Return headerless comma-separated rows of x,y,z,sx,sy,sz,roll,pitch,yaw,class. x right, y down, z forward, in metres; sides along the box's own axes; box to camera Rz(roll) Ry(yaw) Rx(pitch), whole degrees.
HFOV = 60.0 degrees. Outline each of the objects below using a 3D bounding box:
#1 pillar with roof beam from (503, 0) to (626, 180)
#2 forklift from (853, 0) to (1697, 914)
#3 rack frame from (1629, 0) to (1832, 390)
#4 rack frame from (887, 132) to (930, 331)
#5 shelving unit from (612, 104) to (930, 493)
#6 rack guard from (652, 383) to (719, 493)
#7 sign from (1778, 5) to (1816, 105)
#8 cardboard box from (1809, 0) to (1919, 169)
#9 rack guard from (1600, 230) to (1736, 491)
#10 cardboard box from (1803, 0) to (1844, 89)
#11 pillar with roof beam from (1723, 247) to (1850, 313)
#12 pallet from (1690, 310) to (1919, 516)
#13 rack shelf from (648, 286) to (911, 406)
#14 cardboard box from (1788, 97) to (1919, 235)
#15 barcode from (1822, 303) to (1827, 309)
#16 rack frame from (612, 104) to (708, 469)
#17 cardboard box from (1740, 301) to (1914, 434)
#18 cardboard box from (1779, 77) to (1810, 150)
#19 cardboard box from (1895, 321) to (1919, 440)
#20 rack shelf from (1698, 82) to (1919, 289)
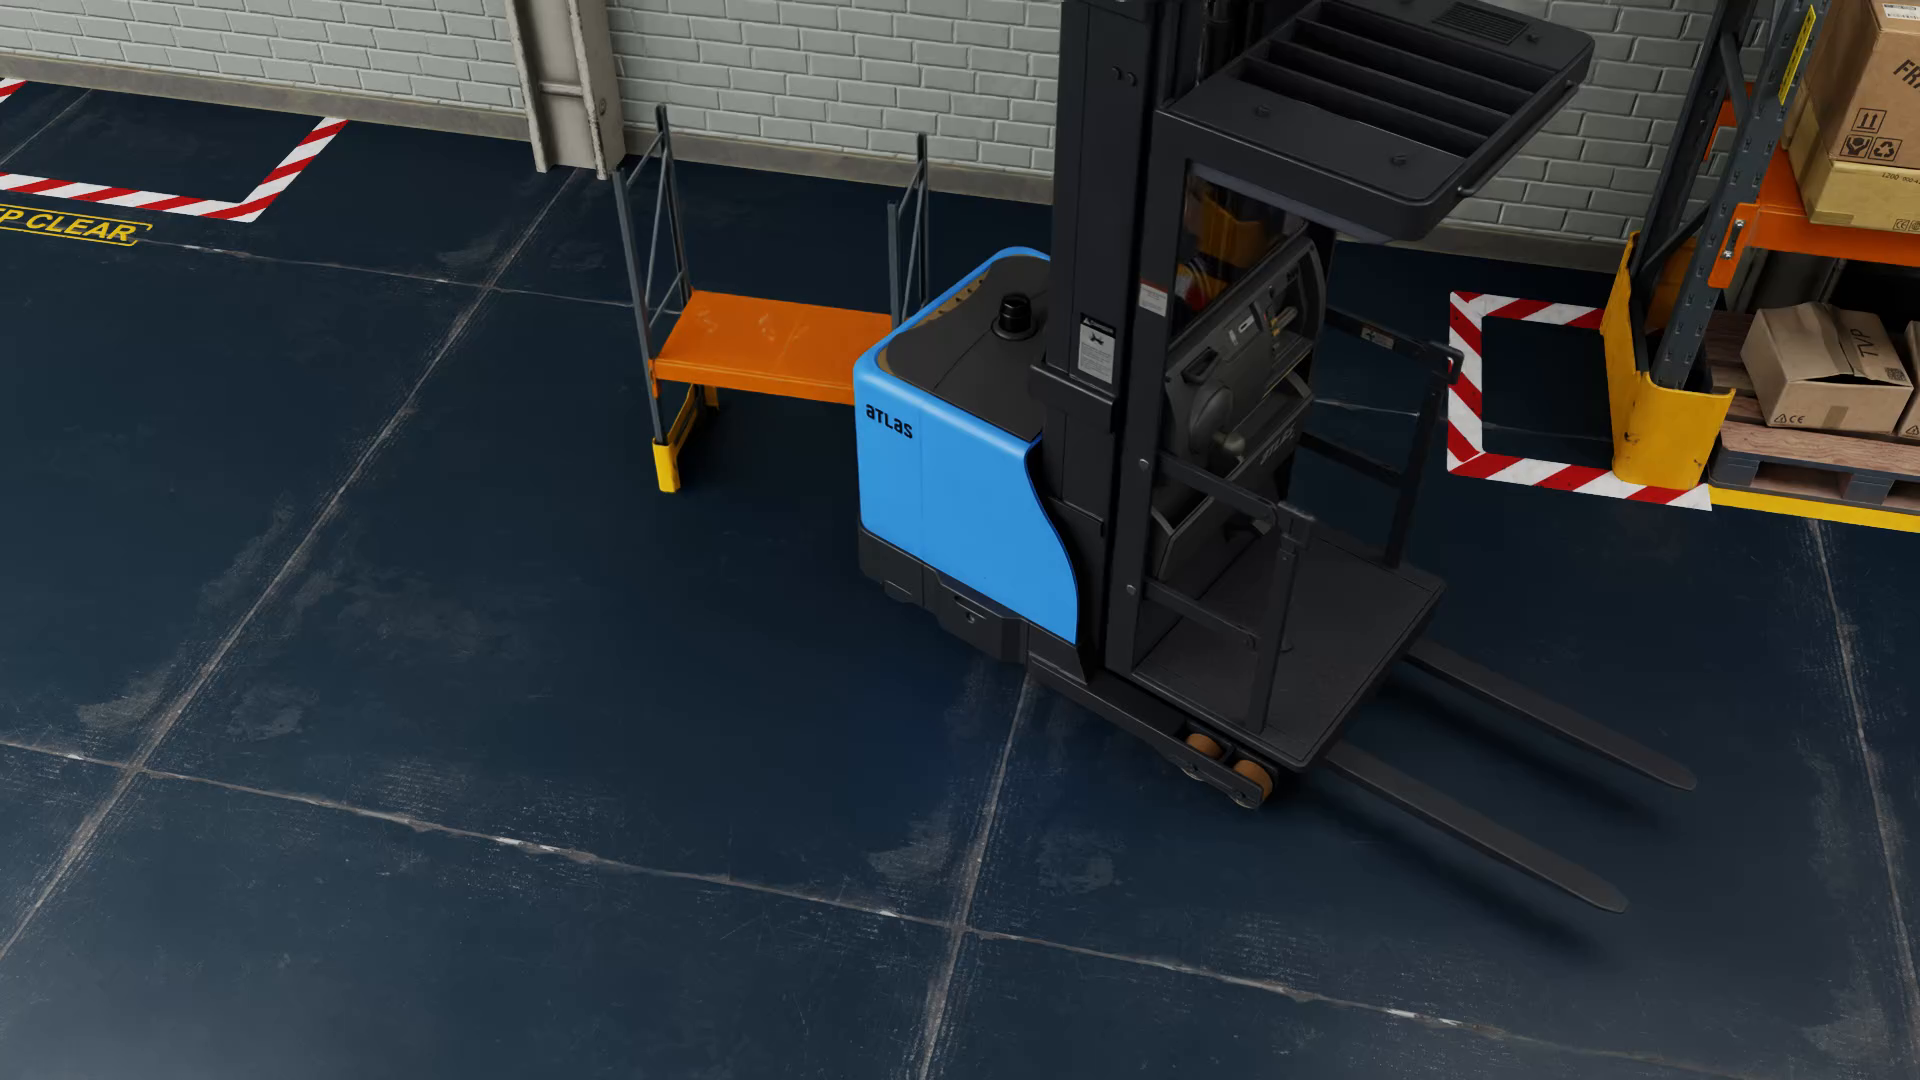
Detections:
-2.947,-2.347,2.700,0.400,9.000,9.100,9,45,9,pillar with roof beam
1.080,-0.548,5.206,3.031,2.935,1.130,28,51,26,forklift
2.976,-1.711,6.365,0.127,3.000,1.000,9,45,9,rack frame
-0.187,-0.797,6.496,0.032,1.500,0.500,8,45,9,rack frame
-0.676,-0.869,6.571,1.083,1.500,0.587,8,45,9,shelving unit
-1.163,-0.490,7.079,0.087,0.250,0.587,8,45,9,rack guard
2.858,-1.656,5.683,0.005,0.325,0.100,9,45,9,sign
3.377,-1.659,5.864,0.500,0.500,0.500,9,45,9,cardboard box
3.050,-0.799,7.220,0.348,0.500,1.175,9,45,9,rack guard
3.483,-2.007,6.225,0.500,0.500,0.500,8,45,9,cardboard box
2.908,-1.439,1.756,0.400,9.000,9.100,9,45,9,pillar with roof beam
3.836,-0.548,7.168,1.213,0.211,1.003,9,45,9,pallet
-0.684,-0.741,6.697,1.000,0.185,0.538,8,45,9,rack shelf
3.383,-1.376,6.110,0.500,0.250,0.500,8,44,8,cardboard box
3.737,-1.007,7.248,0.075,0.075,0.001,9,45,9,barcode
-1.182,-0.944,6.649,0.032,1.500,0.500,8,45,9,rack frame
3.632,-0.736,6.973,0.500,0.311,0.500,4,44,4,cardboard box
3.475,-1.725,6.473,0.500,0.250,0.500,9,45,10,cardboard box
4.188,-0.649,6.883,0.500,0.311,0.500,12,45,12,cardboard box
4.928,-1.149,6.300,4.000,0.370,1.077,9,45,9,rack shelf
